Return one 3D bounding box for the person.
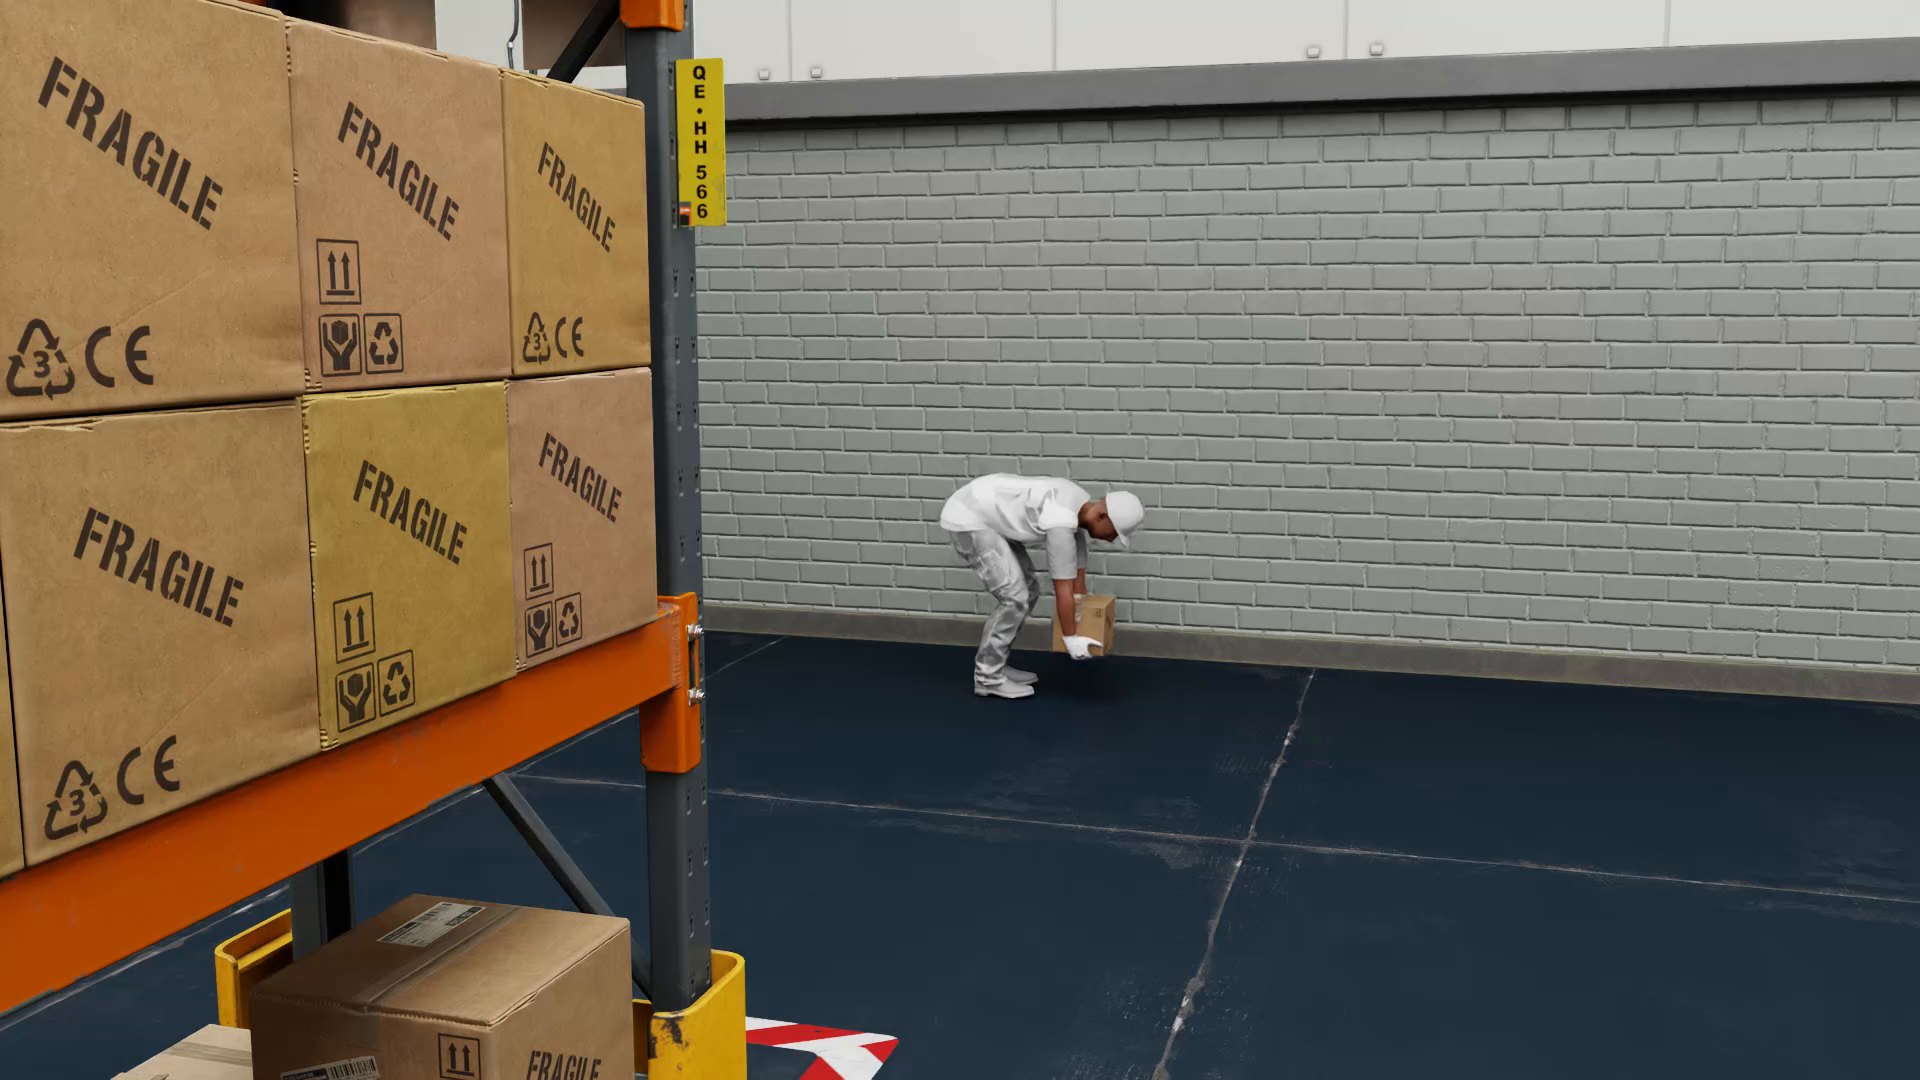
[{"bbox_3d":[0.402,0.219,8.170,0.992,1.084,0.497,2,8,14],"label":"person"}]
